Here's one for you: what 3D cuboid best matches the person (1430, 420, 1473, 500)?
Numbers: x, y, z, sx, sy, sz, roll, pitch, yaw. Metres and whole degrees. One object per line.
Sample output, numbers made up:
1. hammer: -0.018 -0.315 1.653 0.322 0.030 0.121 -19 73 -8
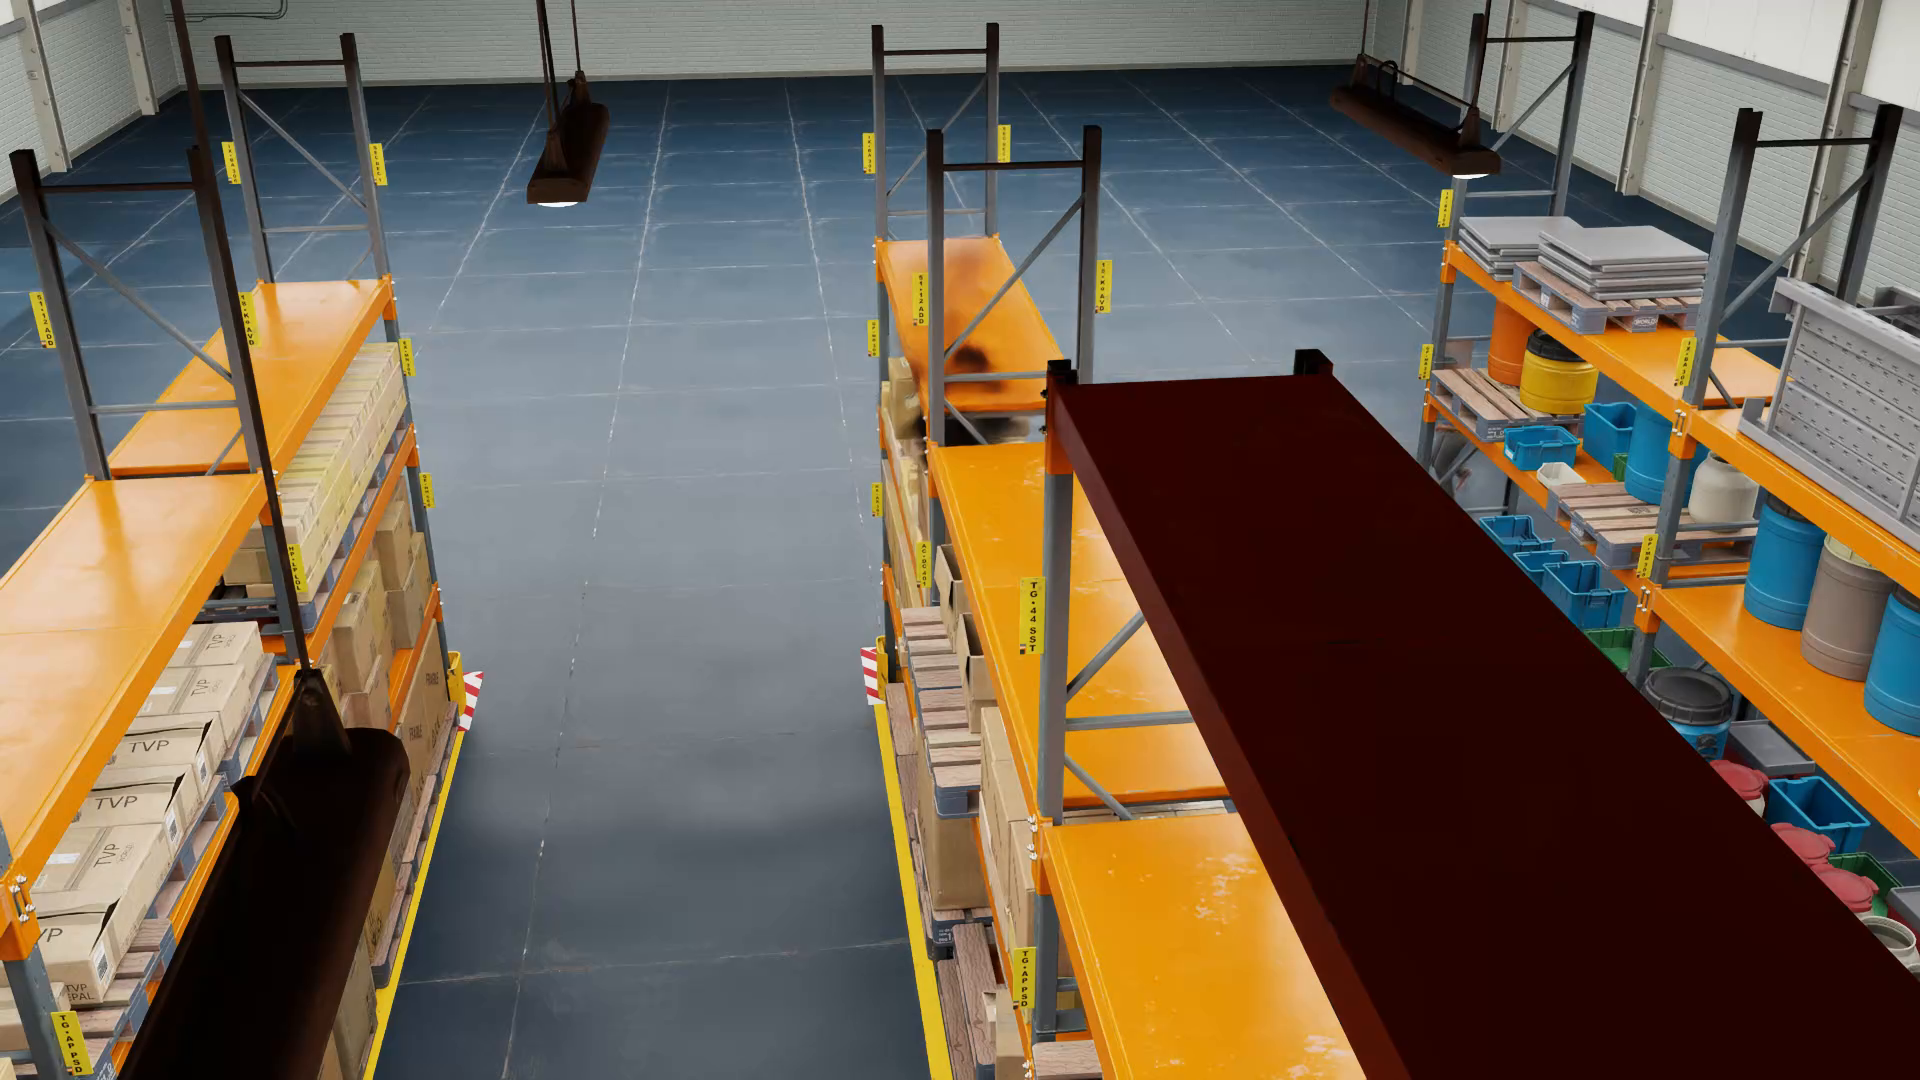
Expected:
1. person: 5.686 -1.190 19.139 0.566 1.608 0.588 3 26 6
